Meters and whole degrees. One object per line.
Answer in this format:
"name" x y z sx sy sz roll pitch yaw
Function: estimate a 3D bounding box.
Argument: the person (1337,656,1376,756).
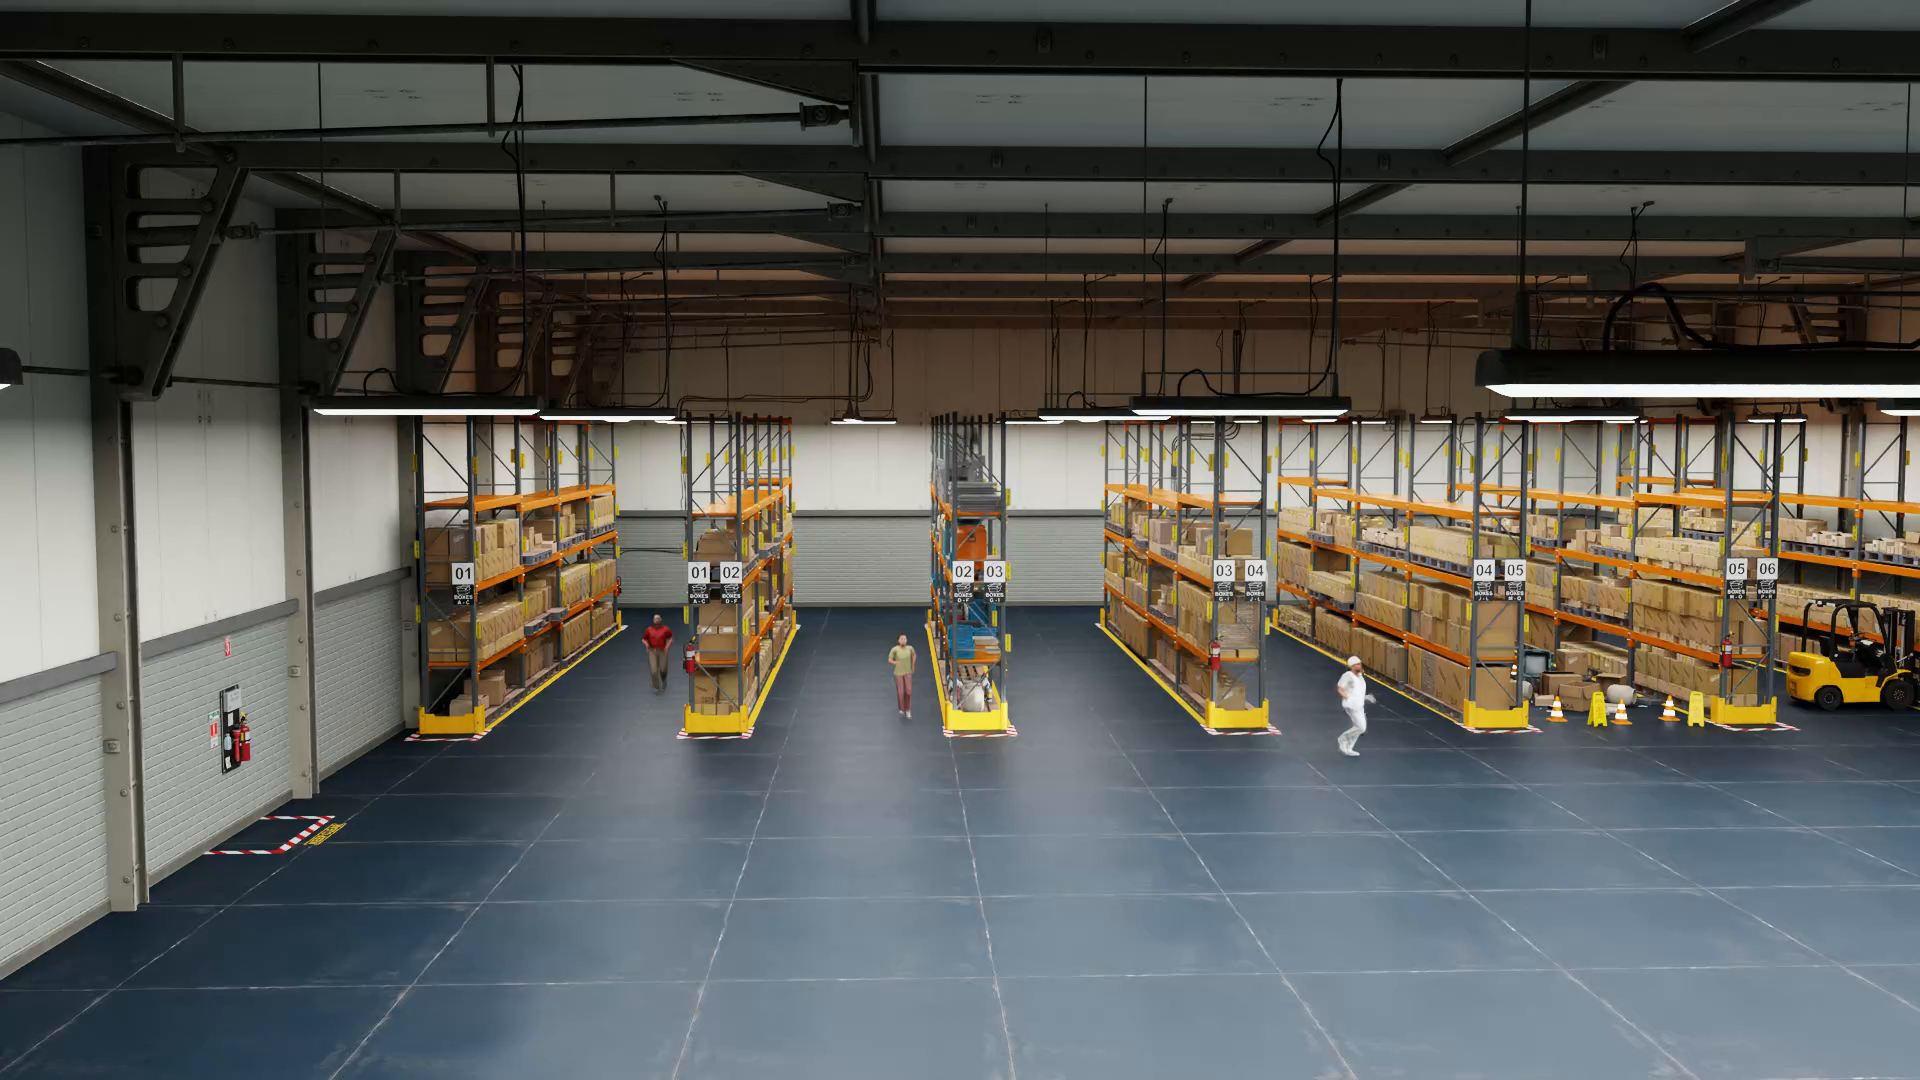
"person" 6.869 2.883 28.834 0.582 1.736 0.656 3 5 35

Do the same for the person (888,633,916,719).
"person" -1.131 2.673 32.709 0.571 1.685 0.678 0 4 -6

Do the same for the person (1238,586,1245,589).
"person" 8.294 1.555 48.847 0.706 1.759 0.821 0 4 -7

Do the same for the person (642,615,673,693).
"person" -6.513 2.446 35.808 0.659 1.672 0.622 0 4 -7
